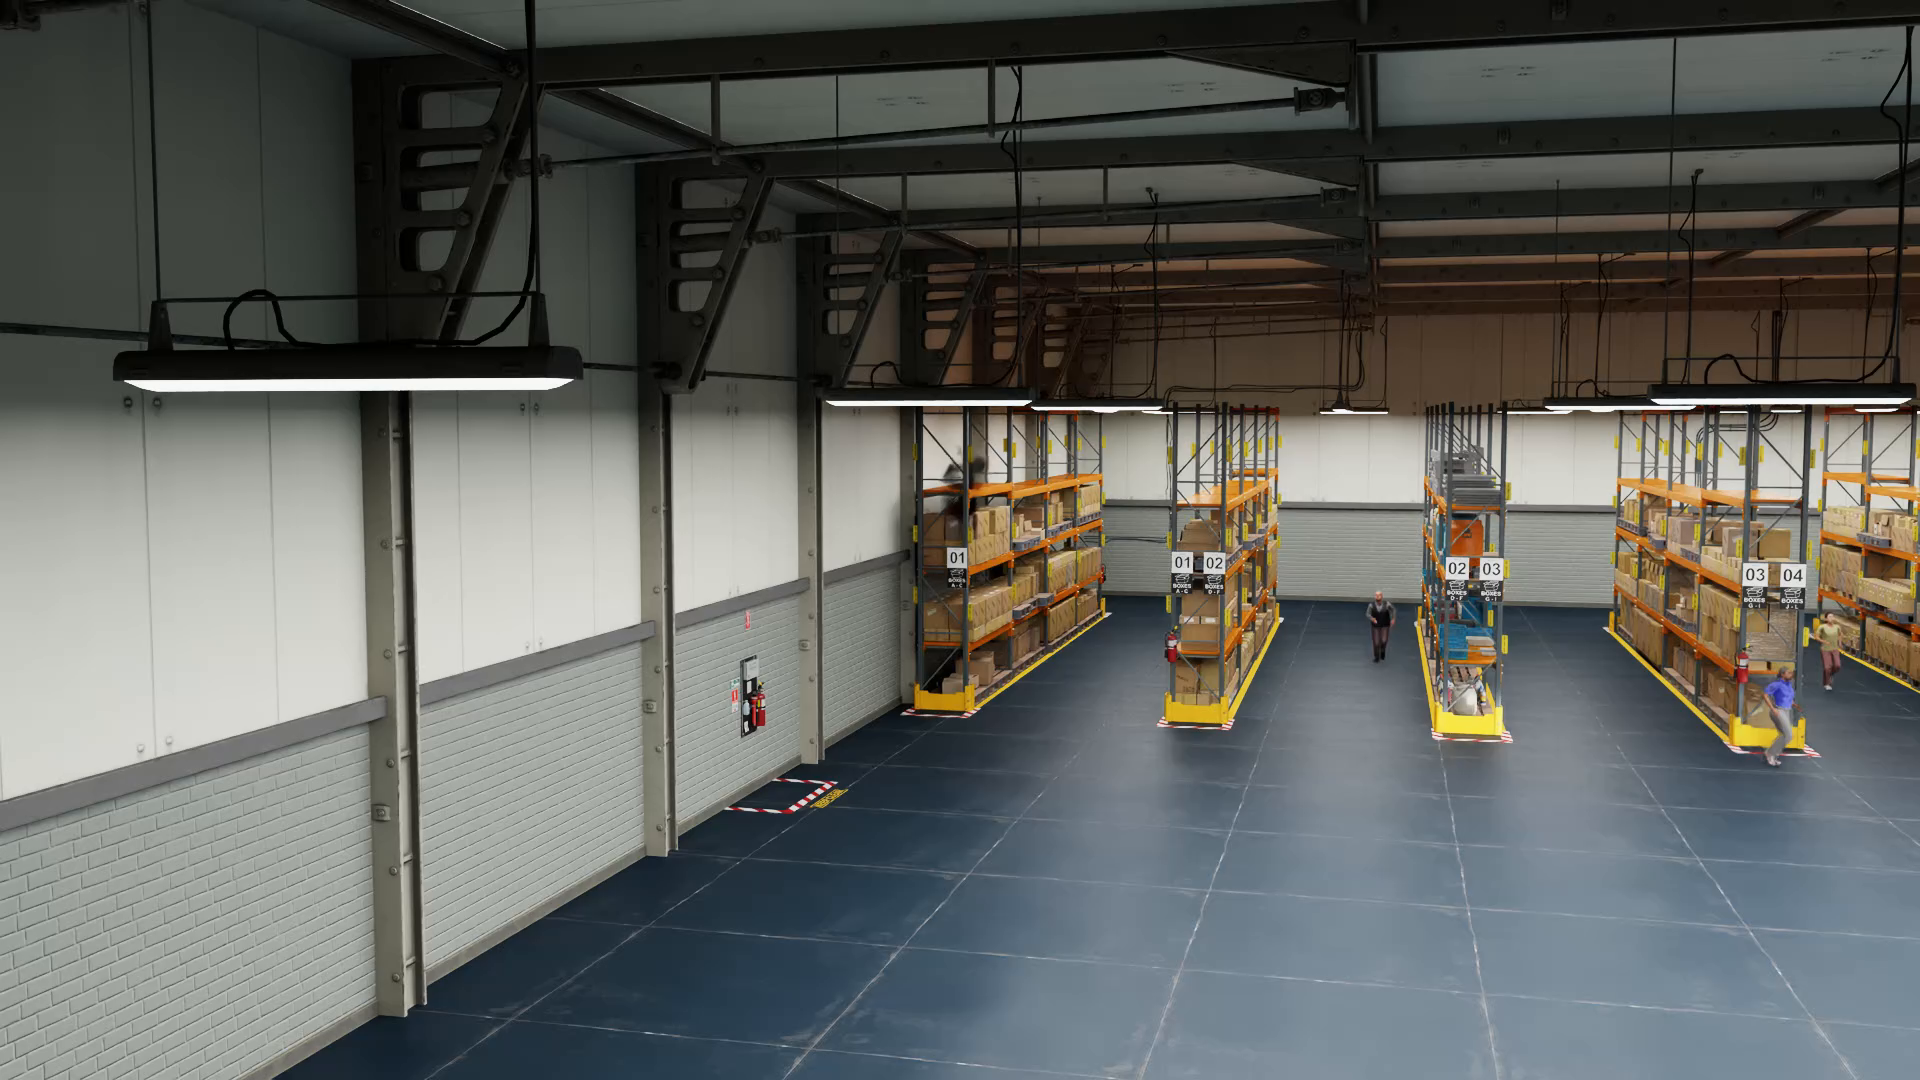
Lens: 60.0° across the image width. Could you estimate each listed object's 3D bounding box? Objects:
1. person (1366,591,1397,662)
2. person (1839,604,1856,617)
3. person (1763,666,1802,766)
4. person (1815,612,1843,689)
[{"bbox_3d":[9.760,2.025,38.587,0.678,1.675,0.756,1,4,19],"label":"person"},{"bbox_3d":[23.779,1.598,44.162,0.728,1.838,0.642,1,4,10],"label":"person"},{"bbox_3d":[13.555,2.910,27.334,0.558,1.630,0.543,-3,5,-39],"label":"person"},{"bbox_3d":[18.299,2.328,34.970,0.574,1.631,0.539,1,4,9],"label":"person"}]
